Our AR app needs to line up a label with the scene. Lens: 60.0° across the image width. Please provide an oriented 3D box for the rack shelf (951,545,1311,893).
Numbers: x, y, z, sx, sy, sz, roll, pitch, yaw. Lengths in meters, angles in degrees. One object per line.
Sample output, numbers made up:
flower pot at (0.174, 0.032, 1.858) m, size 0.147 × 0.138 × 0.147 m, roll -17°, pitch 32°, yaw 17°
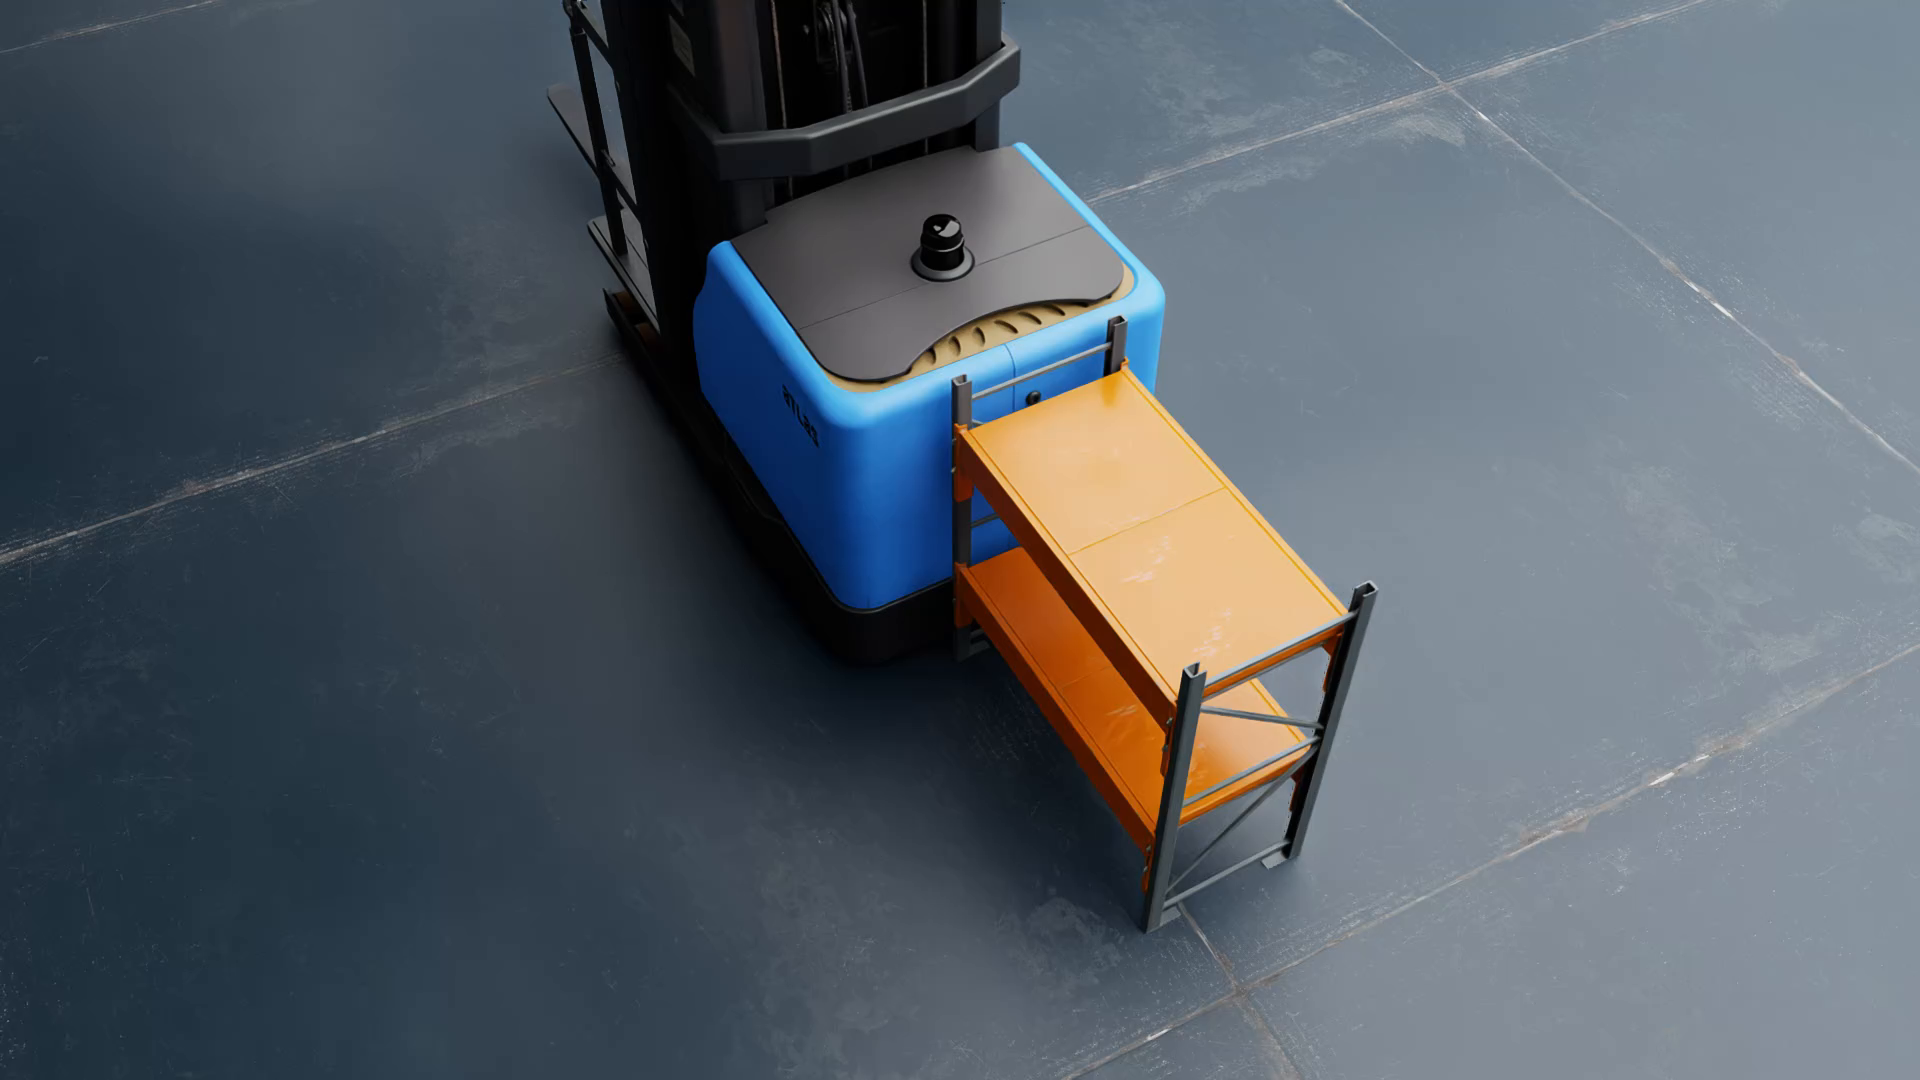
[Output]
rack shelf at (0.451, 0.387, 4.489) m, size 0.538 × 0.278 × 1.000 m, roll -23°, pitch 53°, yaw -19°

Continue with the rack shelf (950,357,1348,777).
rack shelf at (0.451, 0.033, 4.085) m, size 0.538 × 0.278 × 1.000 m, roll -23°, pitch 53°, yaw -19°

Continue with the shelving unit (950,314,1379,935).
shelving unit at (0.451, 0.226, 4.305) m, size 0.538 × 1.125 × 1.048 m, roll -23°, pitch 53°, yaw -19°

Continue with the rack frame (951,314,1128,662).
rack frame at (0.204, -0.109, 4.598) m, size 0.500 × 1.125 × 0.032 m, roll -23°, pitch 53°, yaw -19°

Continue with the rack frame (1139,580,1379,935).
rack frame at (0.697, 0.560, 4.013) m, size 0.500 × 1.125 × 0.032 m, roll -23°, pitch 53°, yaw -19°

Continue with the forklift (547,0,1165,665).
forklift at (-0.588, -1.714, 4.802) m, size 1.130 × 2.935 × 3.031 m, roll -23°, pitch 53°, yaw -19°
